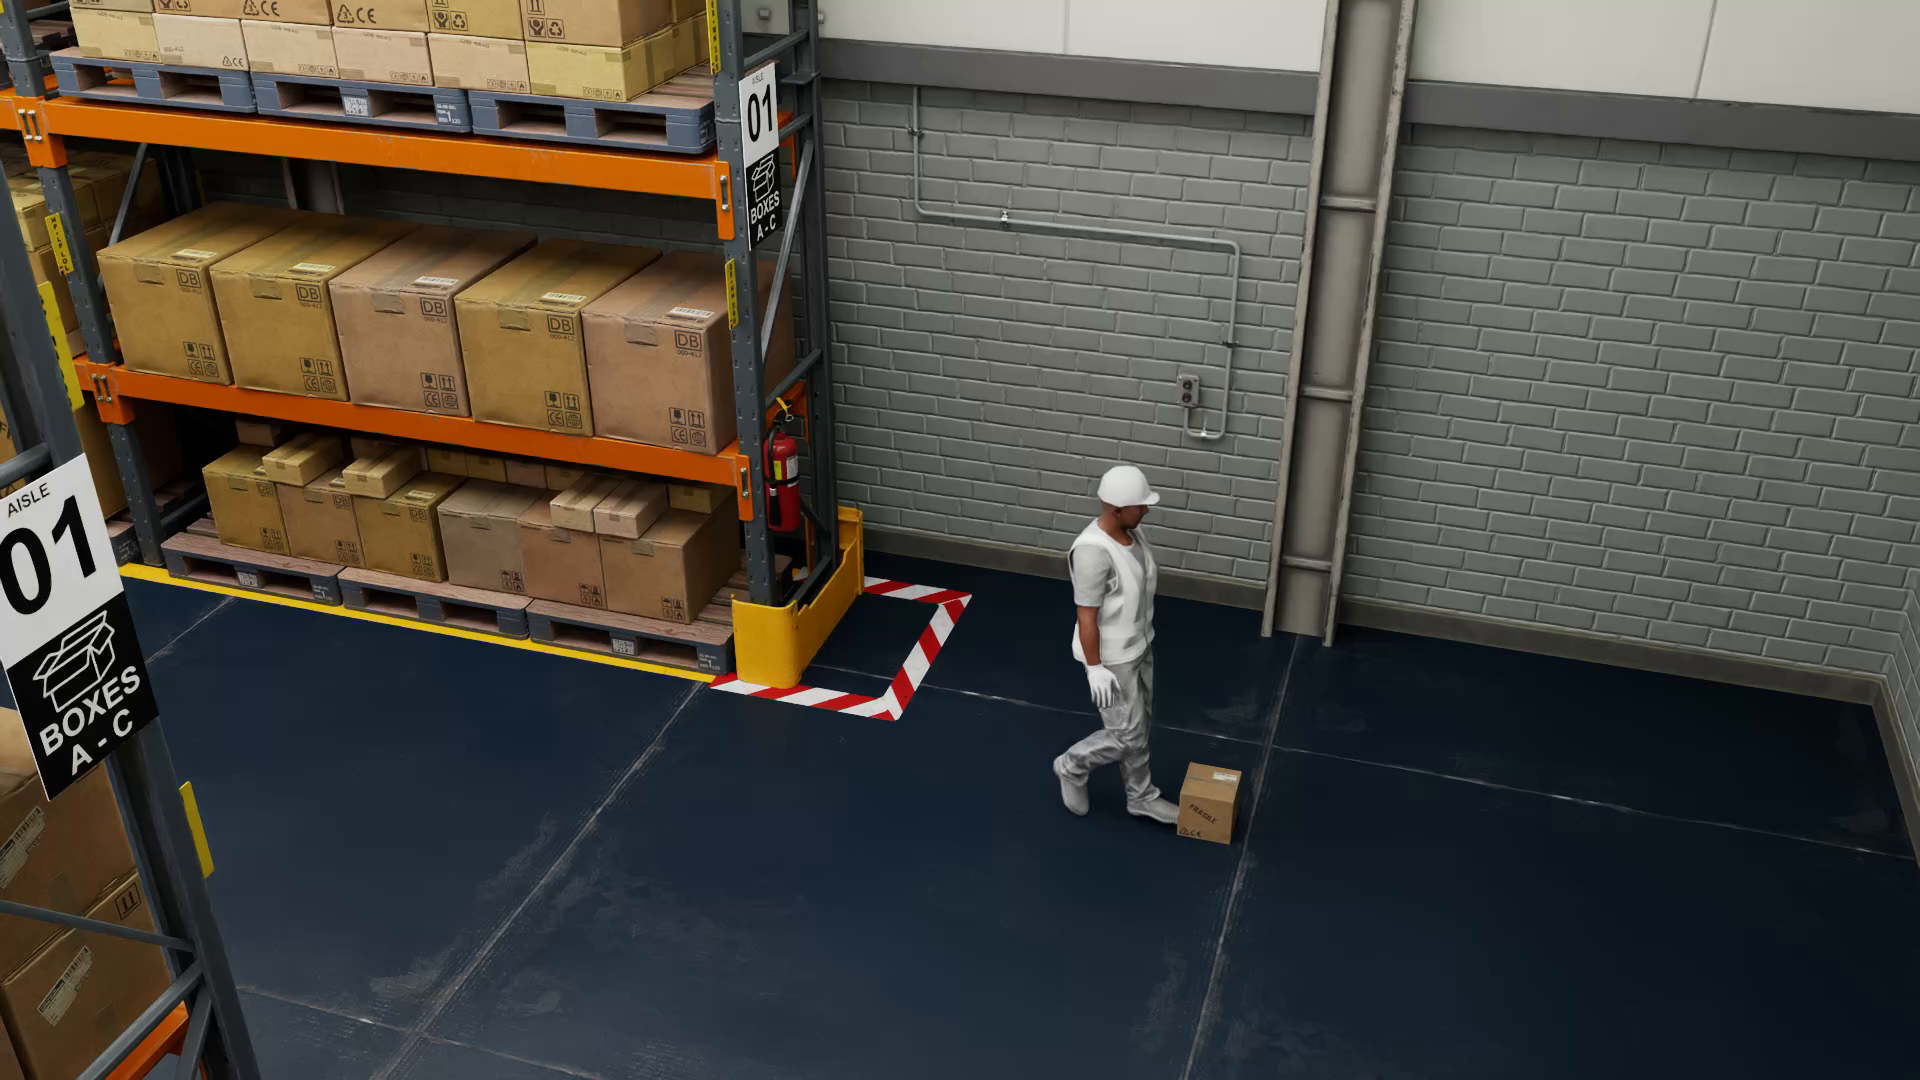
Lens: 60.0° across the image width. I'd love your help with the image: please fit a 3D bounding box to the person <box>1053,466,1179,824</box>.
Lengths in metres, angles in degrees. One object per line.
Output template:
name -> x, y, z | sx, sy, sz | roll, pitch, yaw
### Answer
person -> 0.777, 0.514, 7.550 | 0.651, 1.772, 0.625 | 13, 32, 23
